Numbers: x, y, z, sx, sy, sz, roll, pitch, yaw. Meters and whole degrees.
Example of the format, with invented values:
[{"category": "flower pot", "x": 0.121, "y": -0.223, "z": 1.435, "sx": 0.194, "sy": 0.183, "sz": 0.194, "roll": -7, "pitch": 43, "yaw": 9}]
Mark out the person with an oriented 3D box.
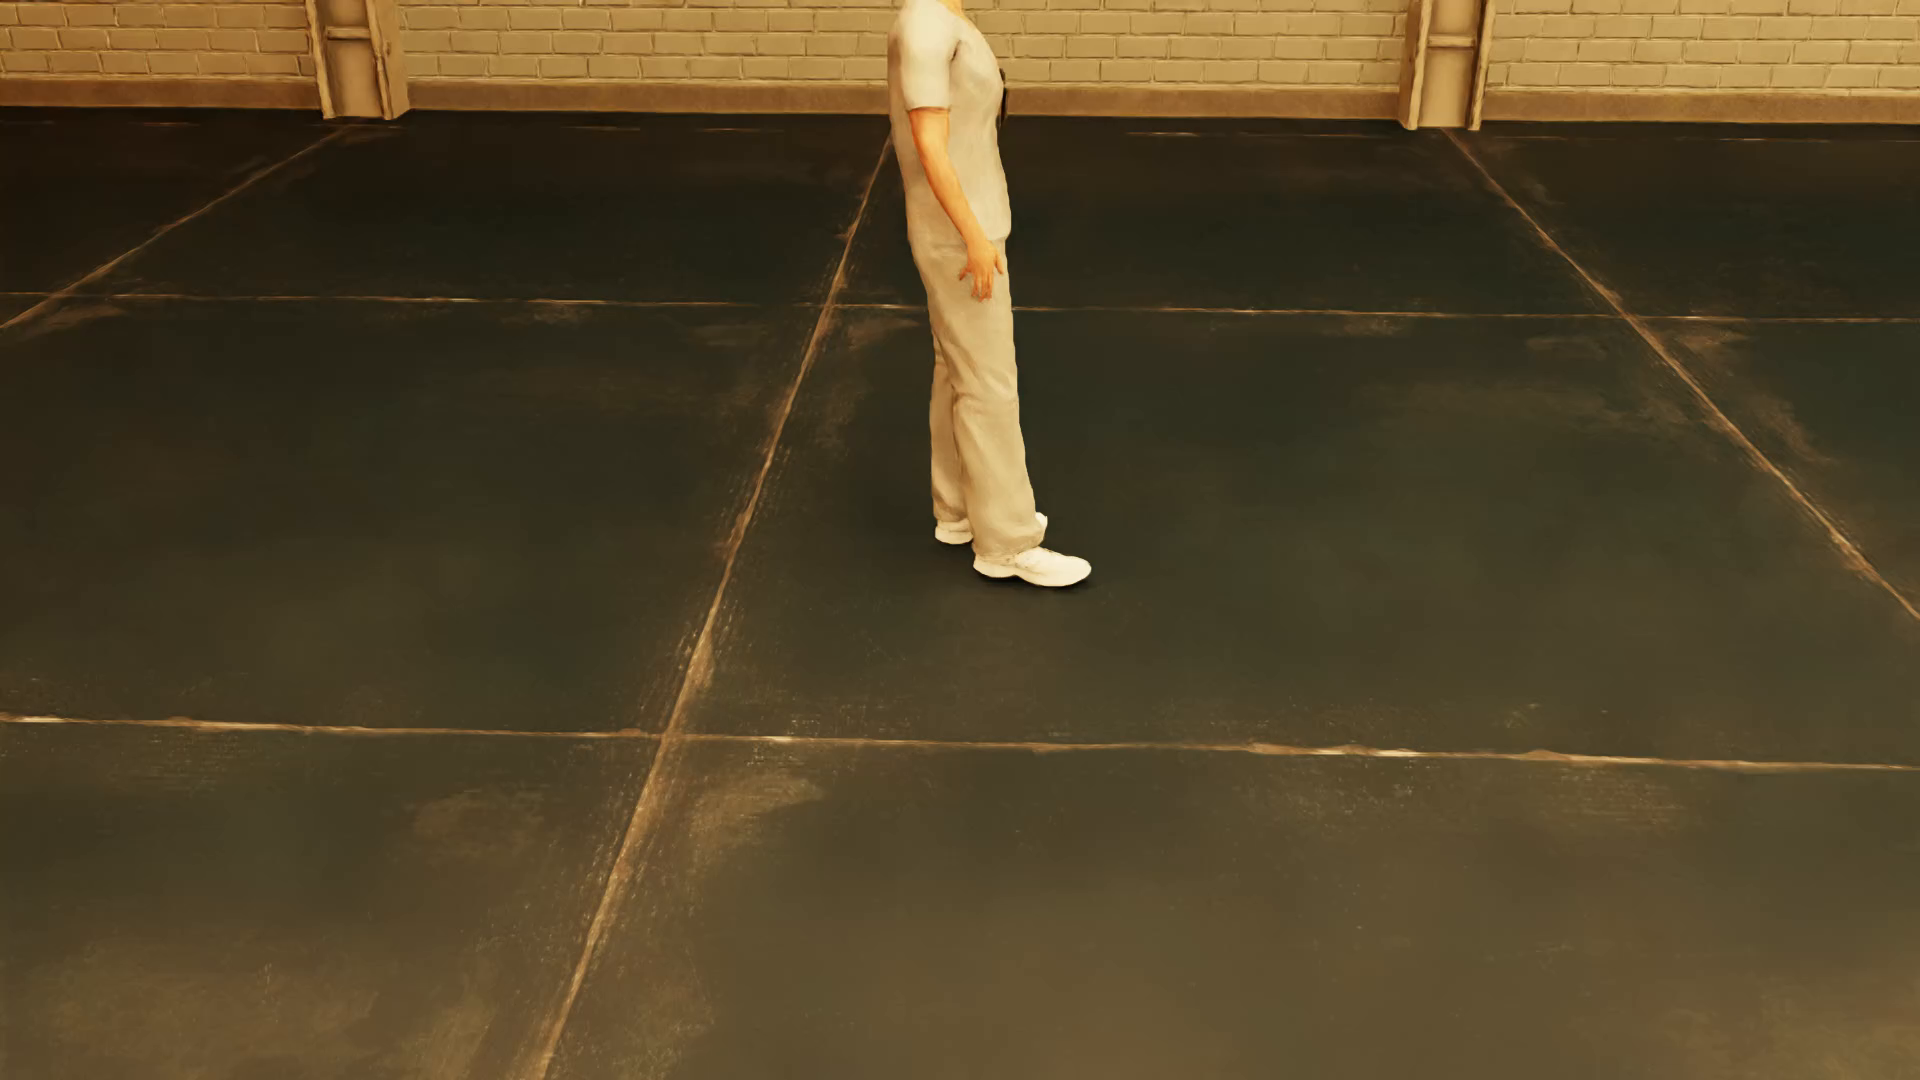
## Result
[{"category": "person", "x": 0.073, "y": -0.750, "z": 4.133, "sx": 0.548, "sy": 1.674, "sz": 0.550, "roll": 1, "pitch": 26, "yaw": 2}]
